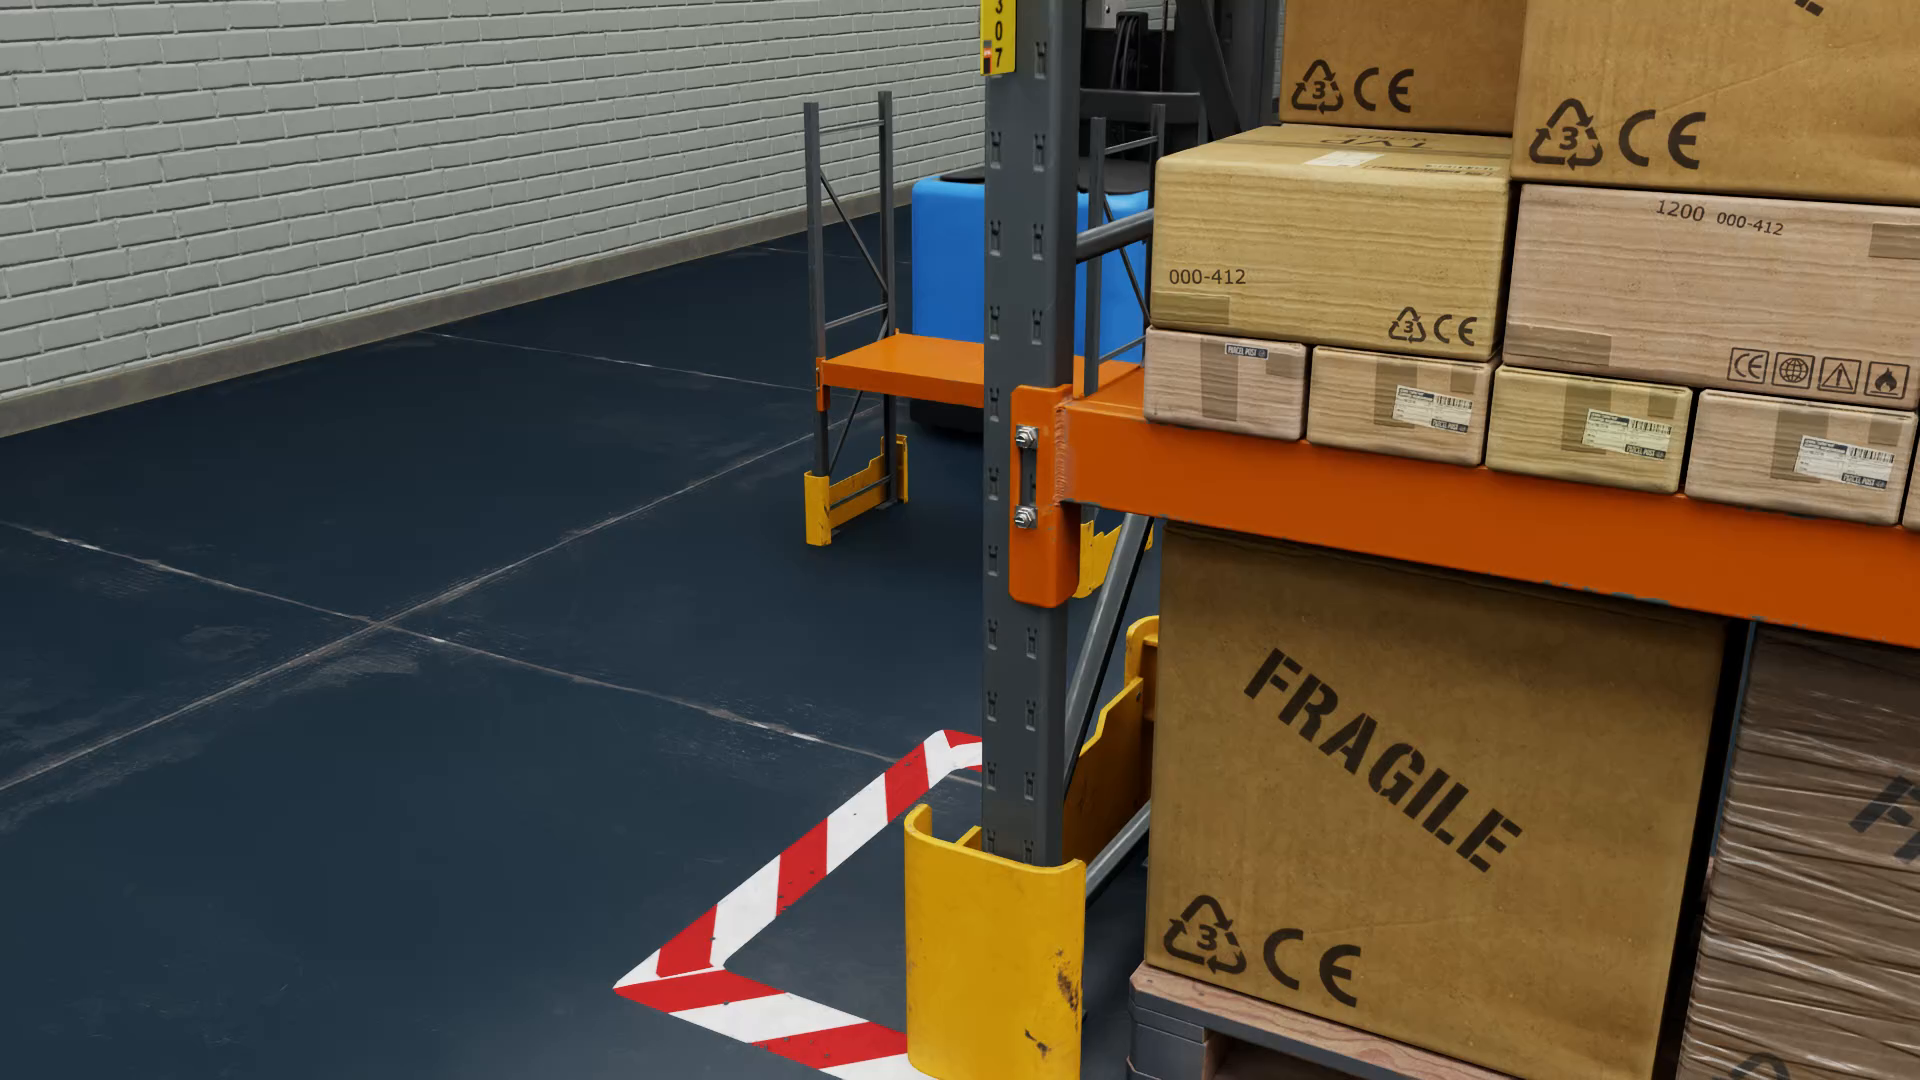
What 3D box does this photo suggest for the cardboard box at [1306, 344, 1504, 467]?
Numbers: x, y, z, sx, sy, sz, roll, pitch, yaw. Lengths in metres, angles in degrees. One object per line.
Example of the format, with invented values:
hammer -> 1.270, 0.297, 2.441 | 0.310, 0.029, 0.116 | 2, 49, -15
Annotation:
cardboard box -> 0.706, -0.246, 2.514 | 0.250, 0.149, 0.380 | 10, 22, 27

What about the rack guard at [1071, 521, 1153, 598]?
rack guard -> 0.501, -0.022, 5.559 | 0.087, 0.250, 0.587 | 11, 23, 27

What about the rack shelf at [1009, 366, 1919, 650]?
rack shelf -> 2.078, 0.107, 2.227 | 4.000, 0.370, 1.077 | 11, 23, 27

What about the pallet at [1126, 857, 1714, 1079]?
pallet -> 1.068, 0.857, 3.194 | 1.213, 0.211, 1.003 | 11, 23, 27

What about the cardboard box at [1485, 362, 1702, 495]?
cardboard box -> 0.929, -0.204, 2.397 | 0.250, 0.149, 0.380 | 10, 22, 26

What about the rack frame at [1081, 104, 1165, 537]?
rack frame -> 0.518, -0.606, 5.337 | 0.032, 1.500, 0.500 | 11, 23, 27

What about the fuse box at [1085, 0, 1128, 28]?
fuse box -> 1.383, -4.440, 15.597 | 0.414, 1.711, 0.539 | 11, 23, 27

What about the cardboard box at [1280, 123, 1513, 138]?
cardboard box -> 0.884, -0.632, 2.992 | 0.500, 0.250, 0.500 | 10, 22, 26

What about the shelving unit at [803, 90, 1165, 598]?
shelving unit -> 0.067, -0.692, 5.574 | 1.083, 1.500, 0.587 | 11, 23, 27

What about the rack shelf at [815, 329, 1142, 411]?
rack shelf -> 0.074, -0.522, 5.632 | 1.000, 0.185, 0.538 | 11, 23, 27

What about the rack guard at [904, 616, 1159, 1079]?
rack guard -> 0.311, 0.607, 3.458 | 0.348, 0.500, 1.175 | 11, 23, 27

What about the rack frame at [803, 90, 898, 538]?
rack frame -> -0.369, -0.775, 5.803 | 0.032, 1.500, 0.500 | 11, 23, 27

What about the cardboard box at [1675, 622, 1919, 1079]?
cardboard box -> 1.724, 0.471, 2.667 | 0.875, 0.875, 0.875 | 11, 23, 27

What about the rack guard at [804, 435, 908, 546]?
rack guard -> -0.368, -0.188, 6.016 | 0.087, 0.250, 0.587 | 11, 23, 27

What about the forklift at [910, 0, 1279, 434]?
forklift -> 0.982, -2.169, 7.545 | 1.130, 2.935, 3.031 | 12, 23, 29

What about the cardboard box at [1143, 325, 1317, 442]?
cardboard box -> 0.481, -0.289, 2.630 | 0.250, 0.149, 0.380 | 11, 23, 28

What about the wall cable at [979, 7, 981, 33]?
wall cable -> 0.231, -4.937, 13.541 | 0.123, 1.953, 0.585 | 11, 23, 27

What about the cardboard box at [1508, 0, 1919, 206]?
cardboard box -> 1.056, -0.742, 2.197 | 0.500, 0.500, 0.500 | 10, 22, 26

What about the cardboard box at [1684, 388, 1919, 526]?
cardboard box -> 1.158, -0.161, 2.278 | 0.250, 0.149, 0.380 | 10, 22, 26

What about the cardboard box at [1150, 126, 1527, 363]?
cardboard box -> 0.619, -0.473, 2.554 | 0.500, 0.250, 0.500 | 10, 22, 26

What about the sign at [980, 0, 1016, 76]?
sign -> 0.056, -0.844, 2.407 | 0.005, 0.325, 0.100 | 11, 23, 27

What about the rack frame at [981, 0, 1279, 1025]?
rack frame -> 0.332, -0.564, 3.021 | 0.127, 3.000, 1.000 | 11, 23, 27

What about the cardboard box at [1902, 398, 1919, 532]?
cardboard box -> 1.379, -0.118, 2.161 | 0.250, 0.149, 0.380 | 10, 22, 26

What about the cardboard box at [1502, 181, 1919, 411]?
cardboard box -> 1.076, -0.389, 2.321 | 0.500, 0.250, 0.500 | 10, 22, 27

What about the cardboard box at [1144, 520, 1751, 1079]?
cardboard box -> 0.930, 0.320, 3.084 | 0.875, 0.875, 0.875 | 11, 23, 27

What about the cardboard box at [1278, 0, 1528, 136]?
cardboard box -> 0.885, -0.983, 2.860 | 0.500, 0.500, 0.500 | 11, 23, 28
